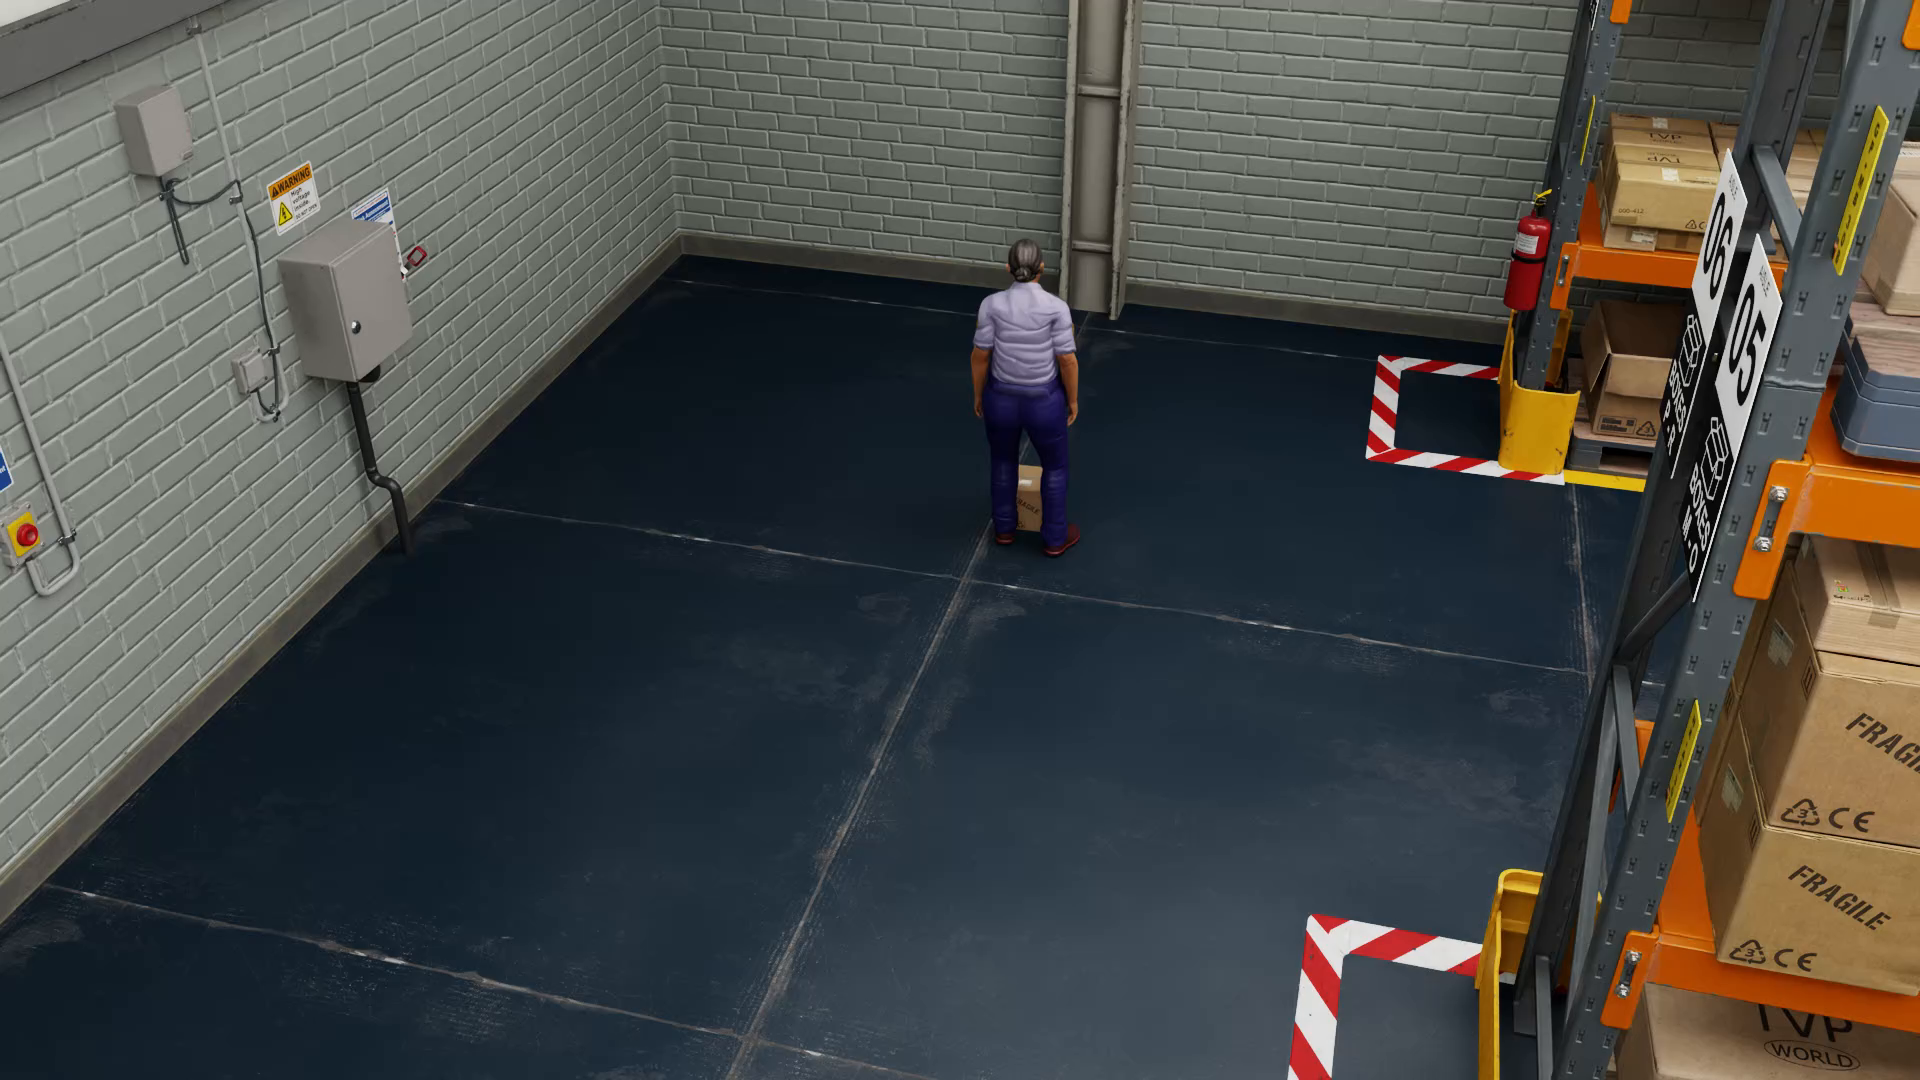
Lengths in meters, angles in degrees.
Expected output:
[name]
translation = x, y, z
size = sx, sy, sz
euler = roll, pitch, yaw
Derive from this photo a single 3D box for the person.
[person]
translation = 0.343, -0.692, 8.212
size = 0.548, 1.651, 0.425
euler = 6, 34, 10
